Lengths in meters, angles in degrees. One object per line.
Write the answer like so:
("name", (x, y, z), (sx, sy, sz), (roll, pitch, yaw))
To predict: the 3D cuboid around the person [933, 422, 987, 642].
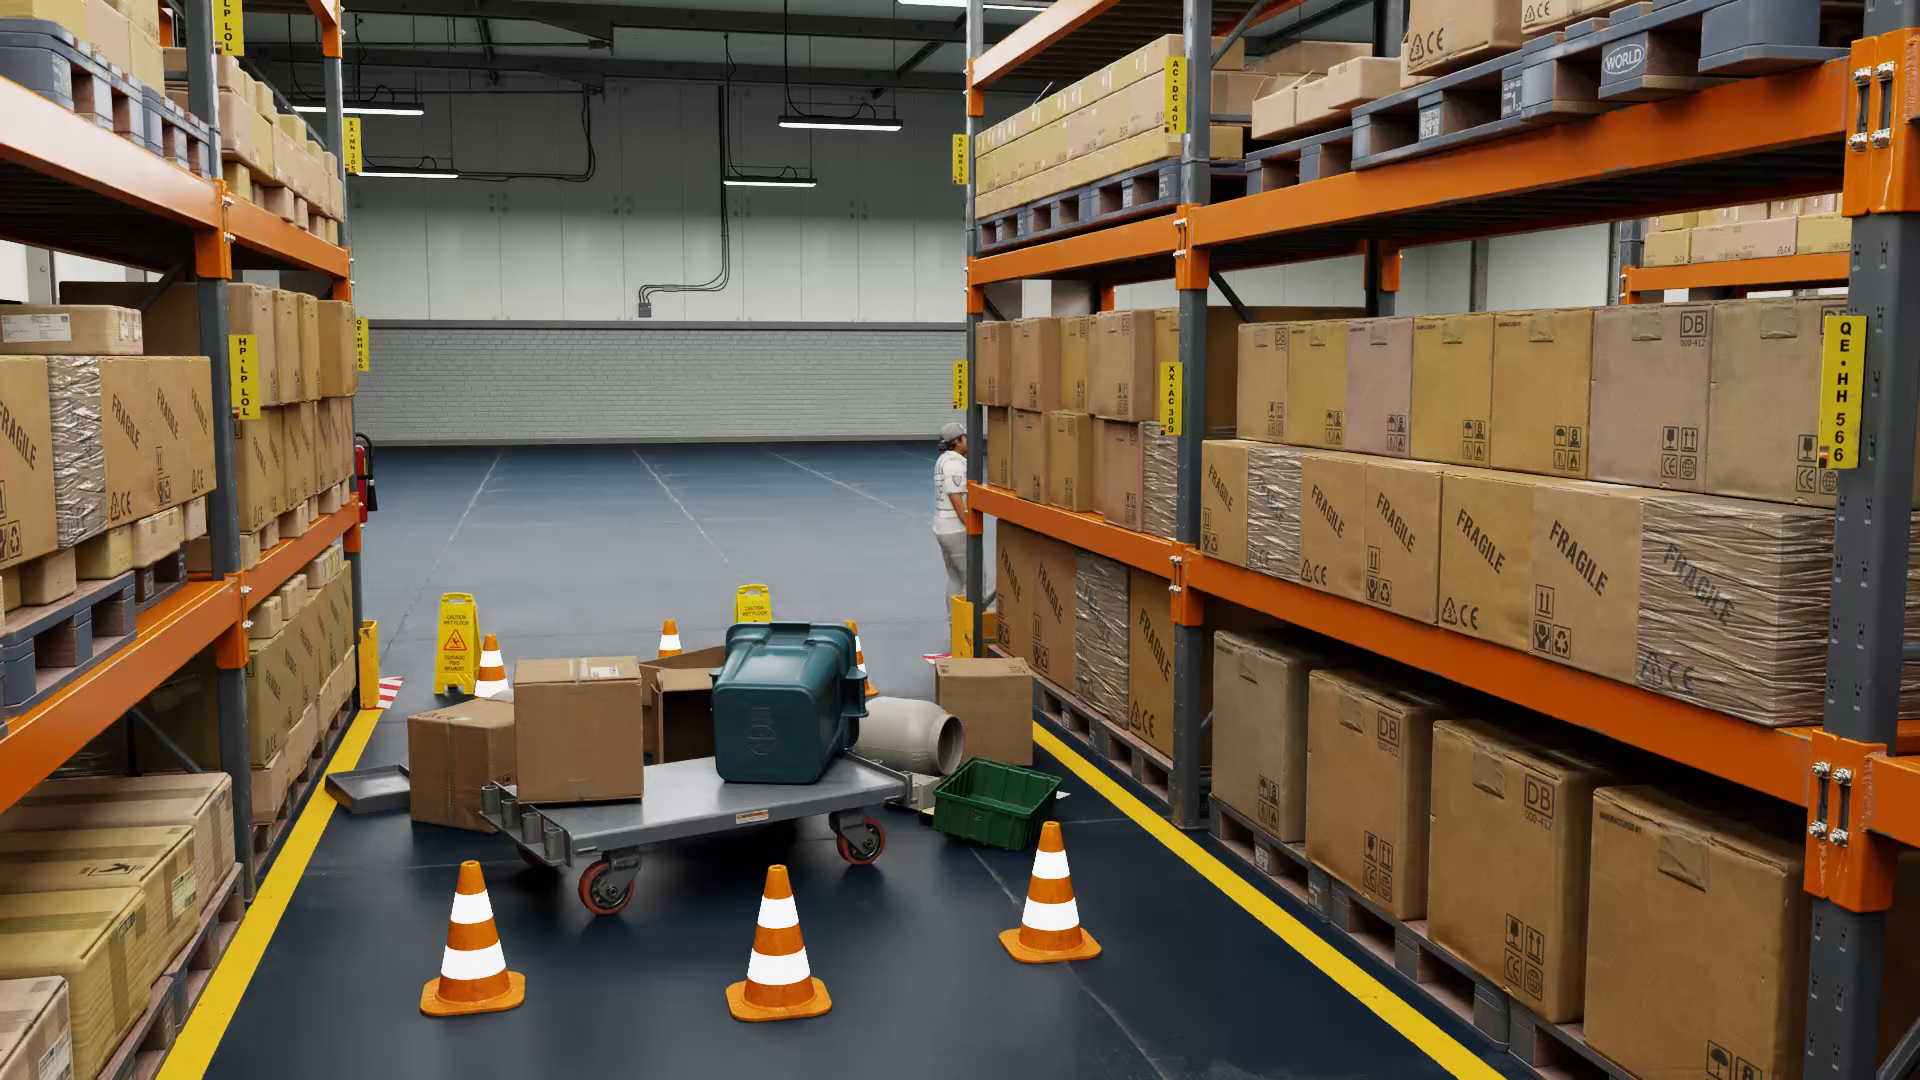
("person", (0.076, -0.046, 12.493), (0.529, 1.670, 0.598), (-1, 6, -12))
